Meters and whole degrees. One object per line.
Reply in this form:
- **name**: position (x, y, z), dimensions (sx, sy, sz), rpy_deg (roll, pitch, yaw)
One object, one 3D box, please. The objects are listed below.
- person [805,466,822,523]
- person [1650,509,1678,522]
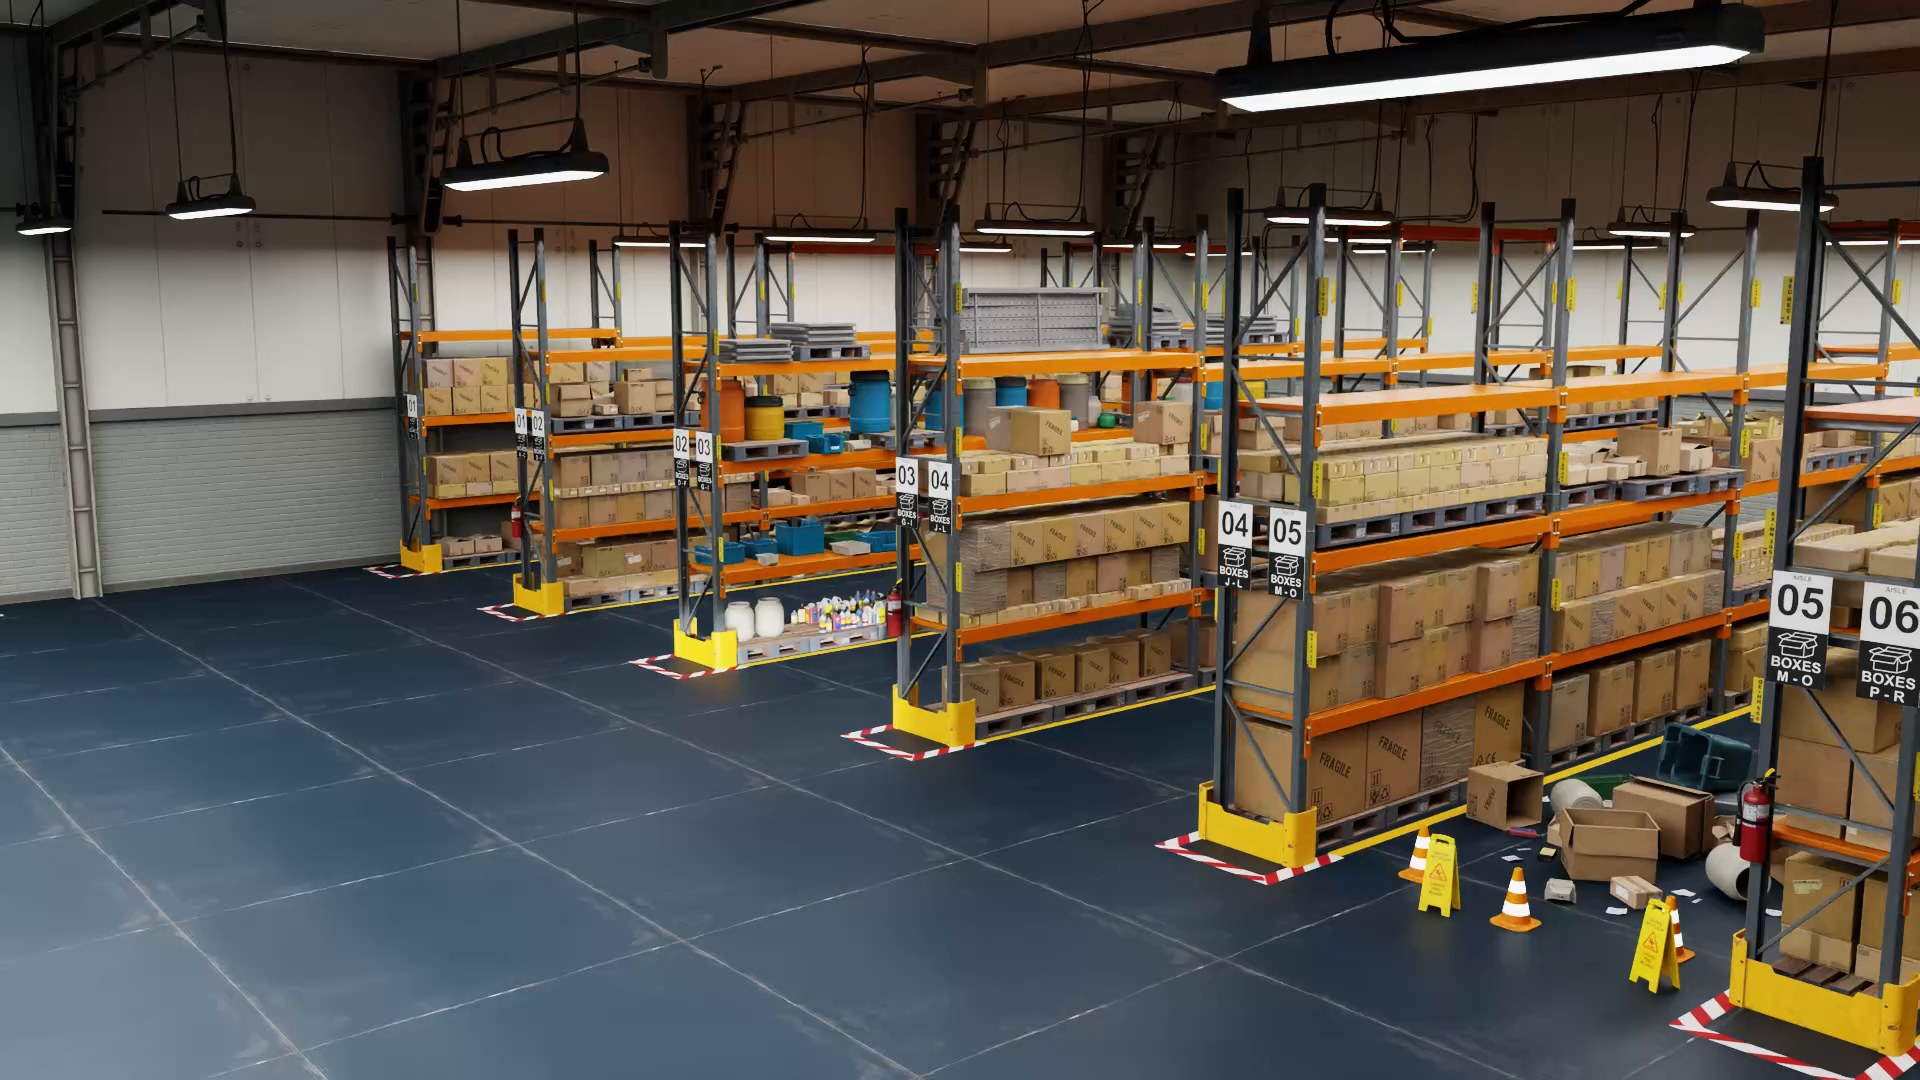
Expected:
- **person**: position (-2.988, -0.762, 33.434), dimensions (0.469, 1.622, 0.953), rpy_deg (8, 12, 43)
- **person**: position (13.545, -0.582, 32.069), dimensions (0.531, 1.629, 0.495), rpy_deg (1, 9, 3)
